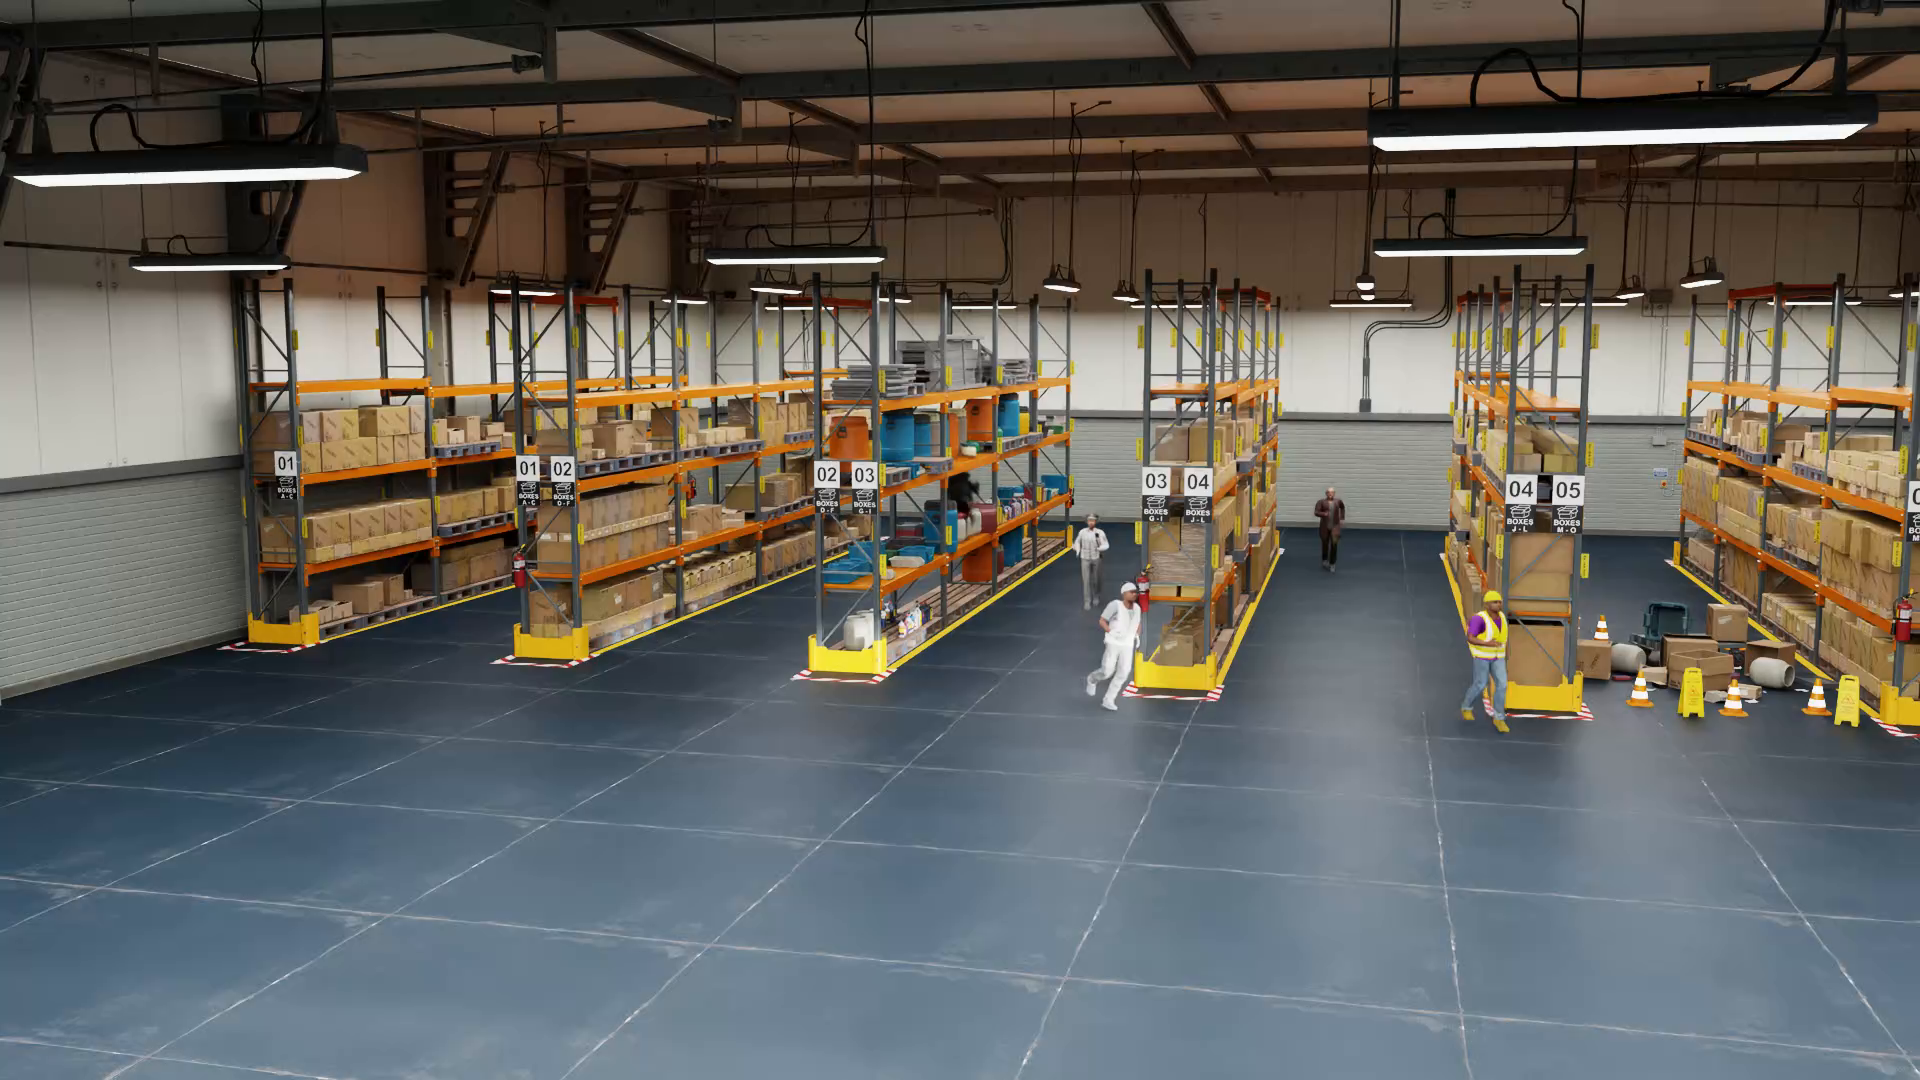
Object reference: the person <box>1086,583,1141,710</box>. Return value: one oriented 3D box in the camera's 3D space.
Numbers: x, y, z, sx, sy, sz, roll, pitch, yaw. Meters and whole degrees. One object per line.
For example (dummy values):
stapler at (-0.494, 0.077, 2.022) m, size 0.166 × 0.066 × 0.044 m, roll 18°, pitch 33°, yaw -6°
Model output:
person at (2.195, 1.426, 22.895) m, size 0.714 × 1.708 × 0.795 m, roll -3°, pitch 7°, yaw -24°

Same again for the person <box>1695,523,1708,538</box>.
person at (17.209, -0.367, 38.236) m, size 0.589 × 1.608 × 0.681 m, roll 3°, pitch 8°, yaw 26°

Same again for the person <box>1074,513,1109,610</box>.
person at (2.311, 0.363, 29.352) m, size 0.624 × 1.691 × 0.808 m, roll 1°, pitch 7°, yaw 9°

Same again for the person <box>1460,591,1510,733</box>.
person at (6.845, 1.554, 21.558) m, size 0.715 × 1.828 × 0.775 m, roll -2°, pitch 7°, yaw -20°

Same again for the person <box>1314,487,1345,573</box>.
person at (8.073, -0.243, 36.361) m, size 0.673 × 1.842 × 0.948 m, roll 1°, pitch 7°, yaw 10°
